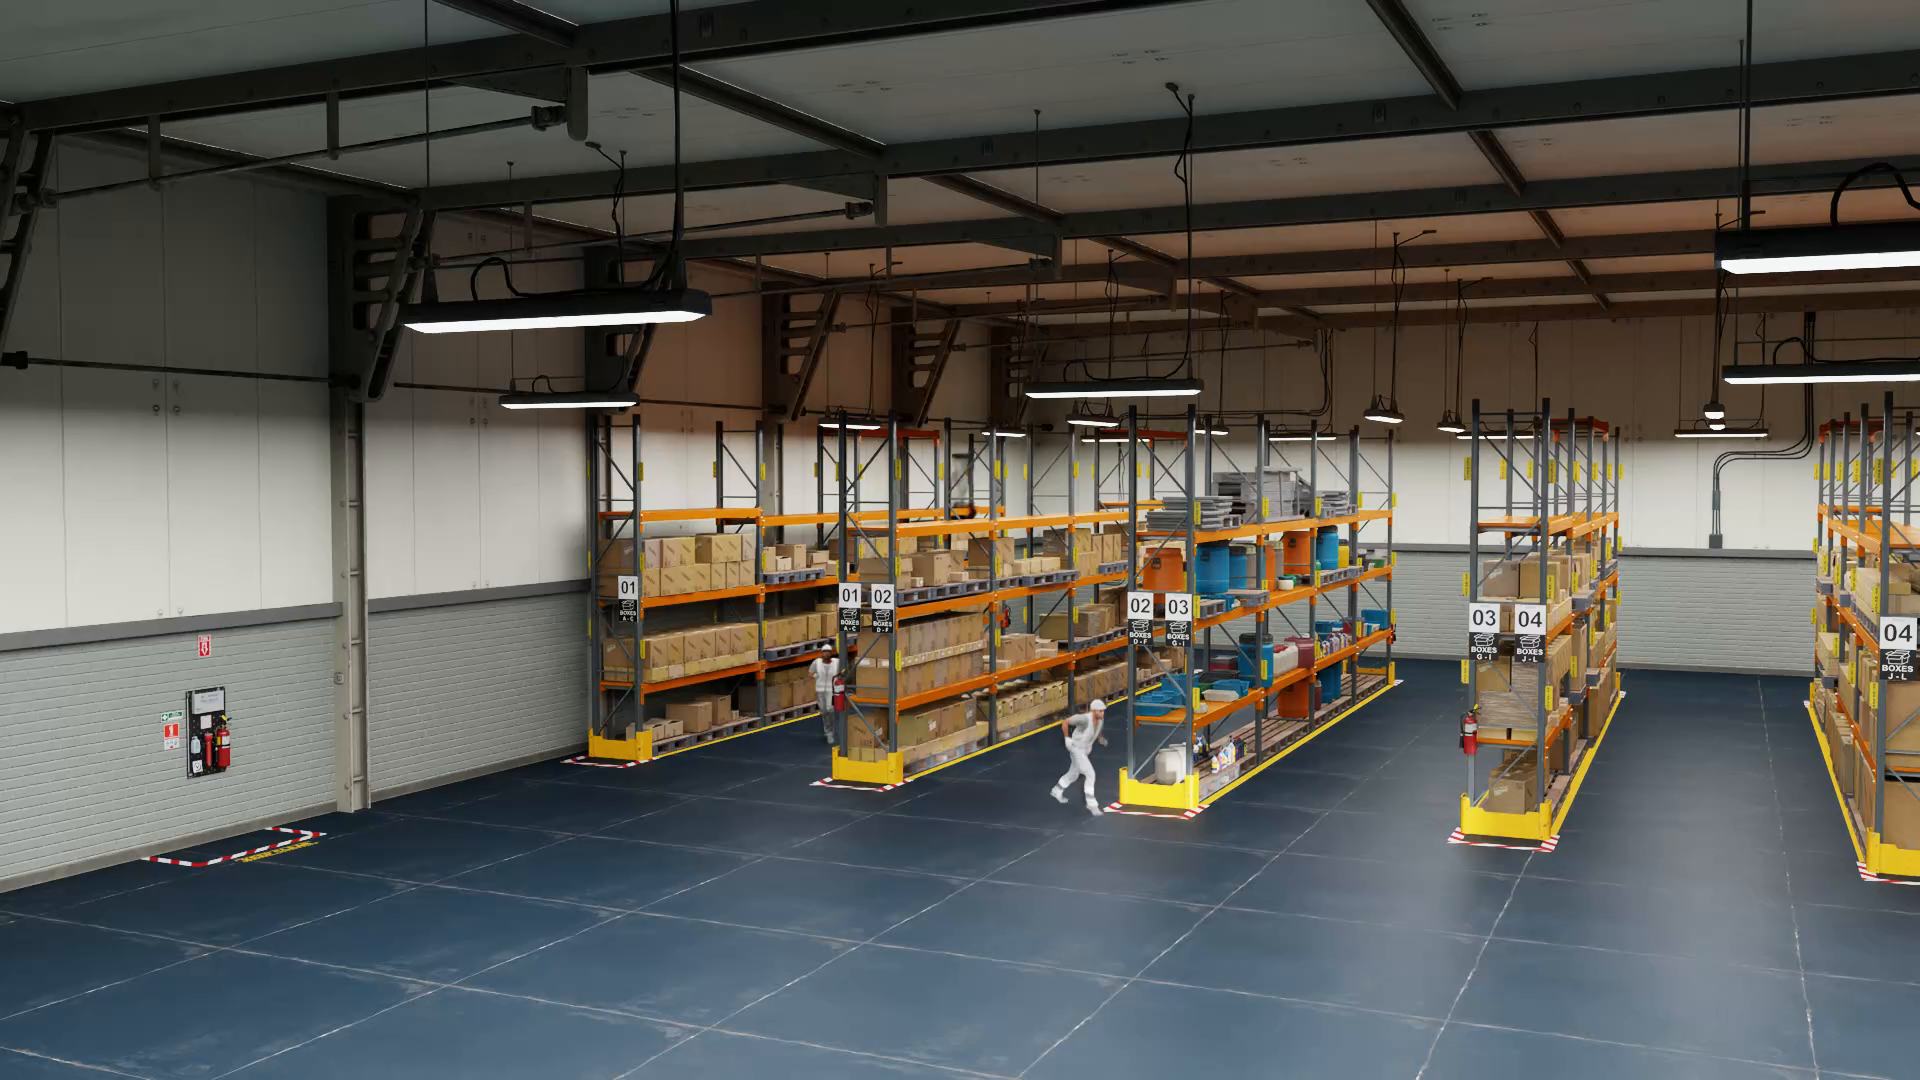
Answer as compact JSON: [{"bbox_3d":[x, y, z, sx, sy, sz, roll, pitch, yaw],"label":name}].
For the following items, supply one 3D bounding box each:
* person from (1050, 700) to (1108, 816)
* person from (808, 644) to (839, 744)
[{"bbox_3d":[1.732,3.174,24.435,1.044,1.732,0.706,2,3,44],"label":"person"},{"bbox_3d":[-2.498,2.854,30.891,0.644,1.851,0.780,0,2,4],"label":"person"}]
